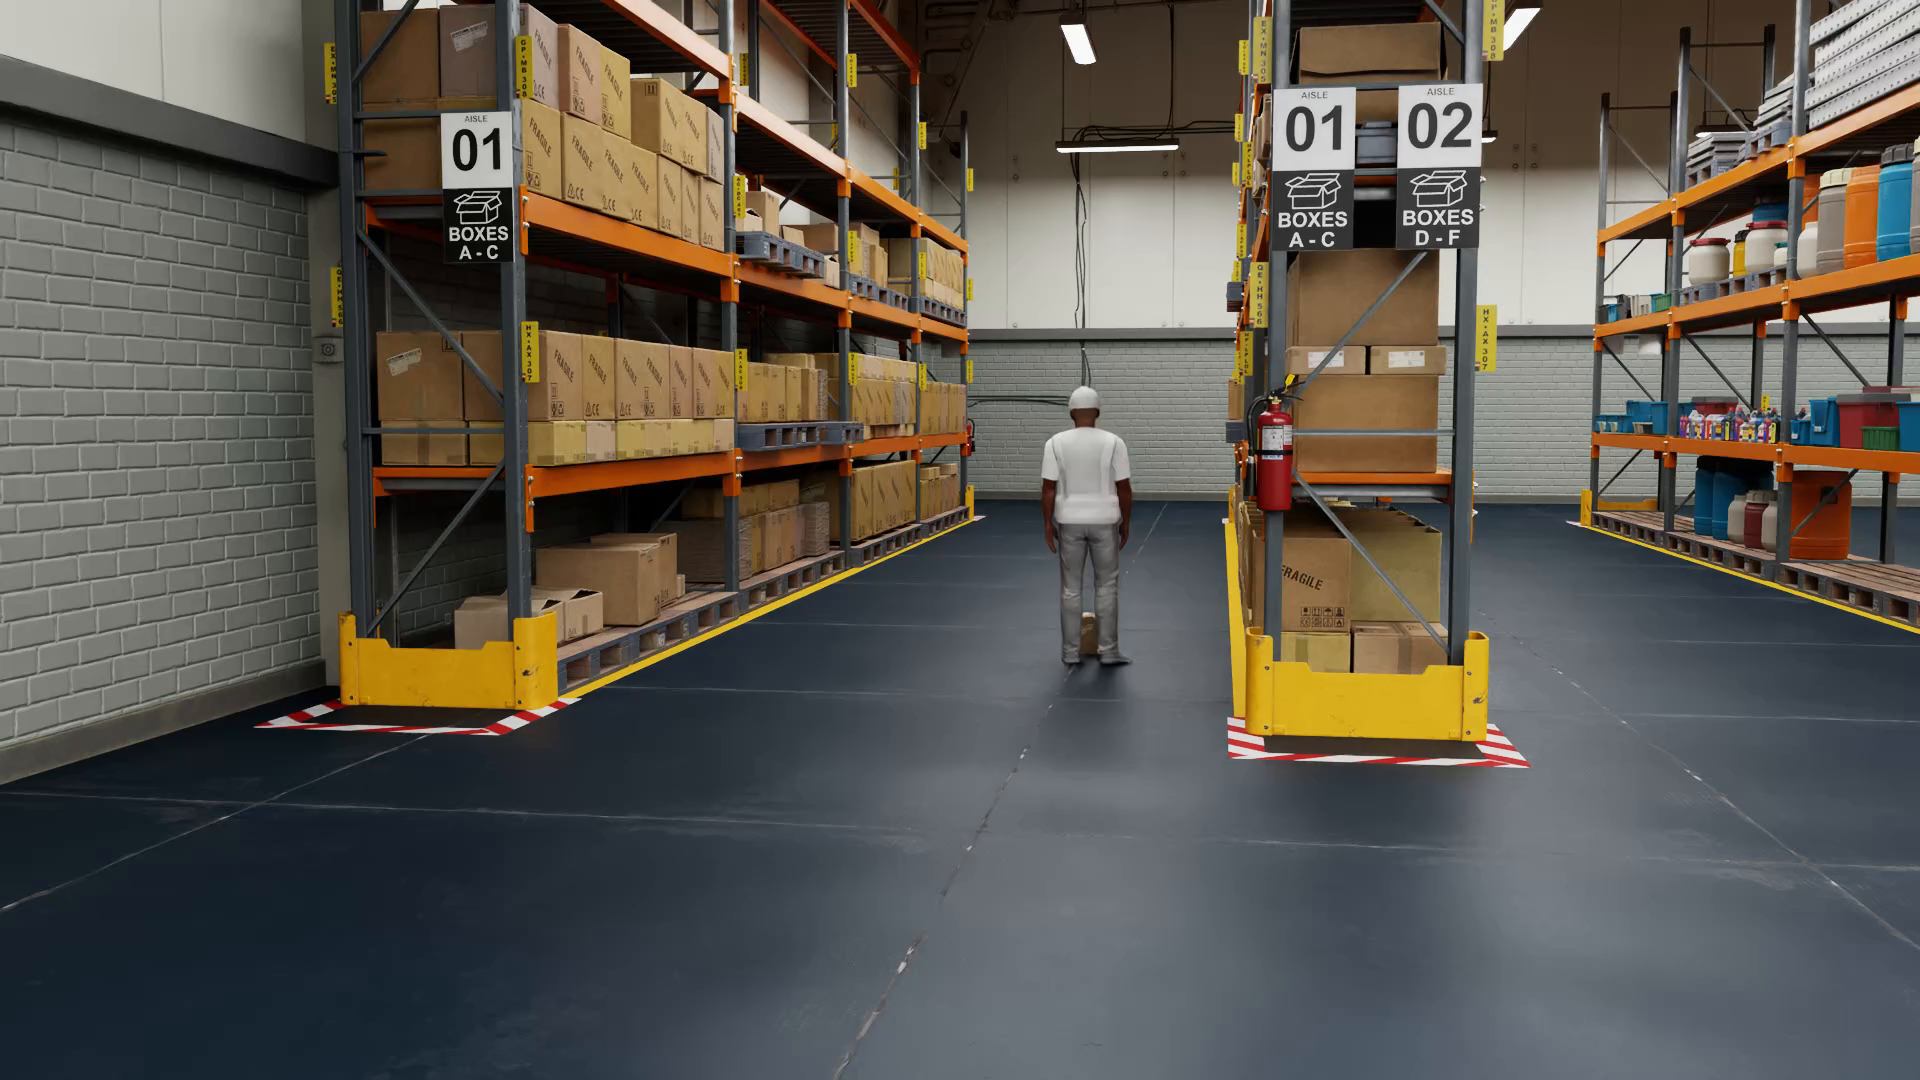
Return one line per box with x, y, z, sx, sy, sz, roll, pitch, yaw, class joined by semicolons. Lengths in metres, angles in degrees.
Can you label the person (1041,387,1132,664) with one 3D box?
0.812;-0.087;10.660;0.577;1.784;0.366;1;5;9;person
